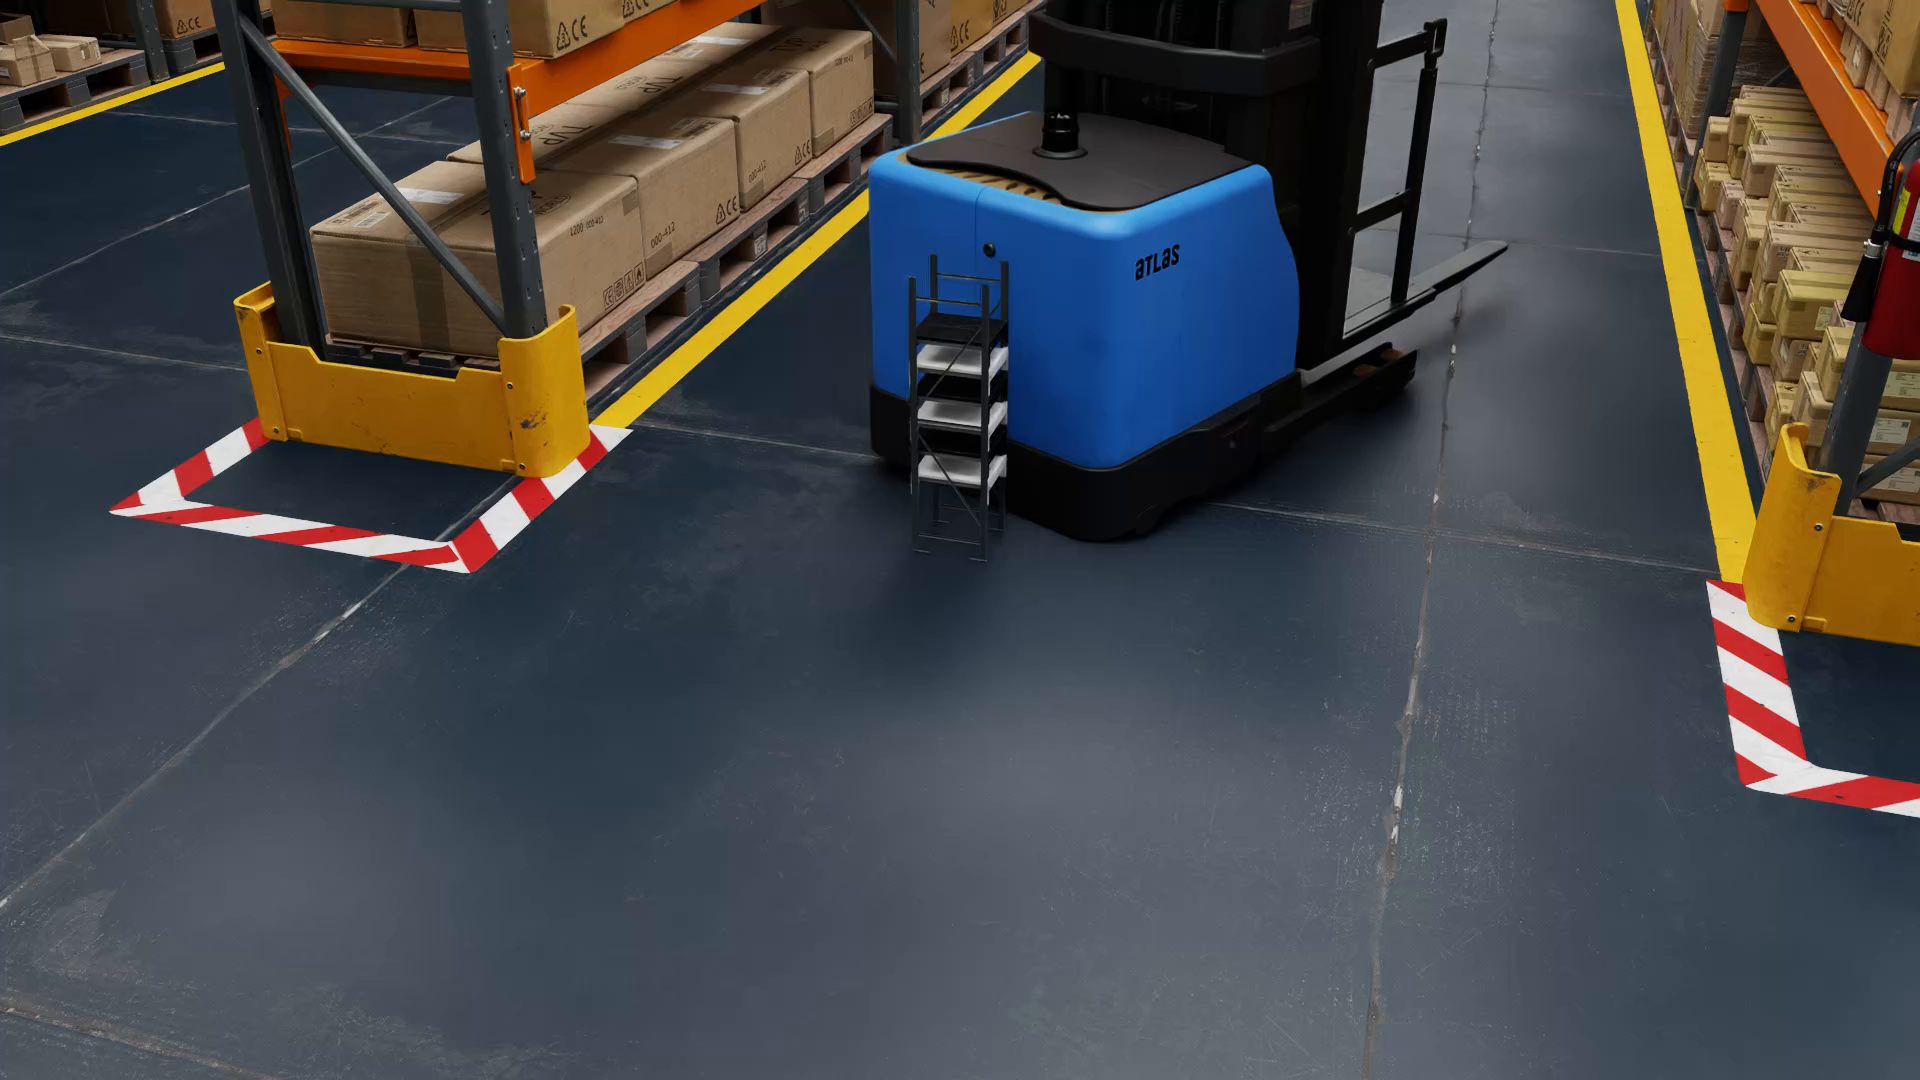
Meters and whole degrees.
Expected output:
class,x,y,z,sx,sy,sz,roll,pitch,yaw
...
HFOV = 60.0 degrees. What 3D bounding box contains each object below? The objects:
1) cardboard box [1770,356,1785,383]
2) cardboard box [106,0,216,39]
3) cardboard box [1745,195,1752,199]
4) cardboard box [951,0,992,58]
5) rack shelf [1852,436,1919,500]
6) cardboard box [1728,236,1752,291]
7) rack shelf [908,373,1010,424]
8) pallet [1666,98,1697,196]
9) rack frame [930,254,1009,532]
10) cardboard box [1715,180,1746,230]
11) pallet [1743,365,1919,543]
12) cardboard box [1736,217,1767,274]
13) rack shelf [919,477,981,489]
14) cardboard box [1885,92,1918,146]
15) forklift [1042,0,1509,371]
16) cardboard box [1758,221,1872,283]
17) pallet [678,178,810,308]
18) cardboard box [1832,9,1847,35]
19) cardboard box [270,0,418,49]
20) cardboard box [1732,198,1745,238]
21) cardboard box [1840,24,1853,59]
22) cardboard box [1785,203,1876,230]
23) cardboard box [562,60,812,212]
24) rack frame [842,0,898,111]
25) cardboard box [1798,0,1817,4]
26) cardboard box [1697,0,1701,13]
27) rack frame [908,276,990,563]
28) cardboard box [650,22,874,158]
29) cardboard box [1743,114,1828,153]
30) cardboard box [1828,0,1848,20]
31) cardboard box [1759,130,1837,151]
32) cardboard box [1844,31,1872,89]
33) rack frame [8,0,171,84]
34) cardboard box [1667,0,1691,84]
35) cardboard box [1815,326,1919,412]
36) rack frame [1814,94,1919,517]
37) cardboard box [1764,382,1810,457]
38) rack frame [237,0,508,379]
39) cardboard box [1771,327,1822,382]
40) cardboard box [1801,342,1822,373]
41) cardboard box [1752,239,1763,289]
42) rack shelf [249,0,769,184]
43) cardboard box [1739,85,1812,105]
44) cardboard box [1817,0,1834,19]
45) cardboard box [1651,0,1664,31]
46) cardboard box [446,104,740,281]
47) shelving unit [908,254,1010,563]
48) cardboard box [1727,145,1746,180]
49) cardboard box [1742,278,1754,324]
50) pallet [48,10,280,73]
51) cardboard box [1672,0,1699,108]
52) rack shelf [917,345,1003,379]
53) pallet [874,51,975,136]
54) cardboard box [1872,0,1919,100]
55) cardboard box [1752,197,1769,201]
class,x,y,z,sx,sy,sz,roll,pitch,yaw
cardboard box,3.029,-0.598,5.740,0.380,0.149,0.250,9,30,15
cardboard box,-5.101,-3.534,10.656,0.500,0.500,0.500,10,31,17
cardboard box,3.529,-1.455,6.974,0.380,0.149,0.250,7,30,12
cardboard box,-0.349,-3.519,10.243,0.875,0.875,0.875,9,30,16
rack shelf,2.878,-1.024,4.006,0.949,2.616,0.053,8,30,15
cardboard box,3.293,-1.089,6.623,0.380,0.149,0.250,8,30,14
rack shelf,-0.002,-0.439,4.997,0.258,0.077,0.200,8,30,15
pallet,4.276,-2.027,8.677,1.003,0.211,1.213,8,30,15
rack frame,0.027,-0.437,5.109,0.240,0.900,0.006,8,30,15
cardboard box,3.534,-1.452,7.274,0.380,0.149,0.250,8,30,15
pallet,3.170,-0.214,5.418,1.003,0.211,1.213,8,30,15
cardboard box,3.195,-1.111,6.357,0.380,0.149,0.250,9,30,15
rack shelf,-0.002,-0.216,5.121,0.199,0.015,0.184,8,30,15
cardboard box,2.701,-1.107,4.413,0.380,0.149,0.250,9,30,15
forklift,-1.198,-3.980,7.046,7.407,5.209,9.711,24,37,36
cardboard box,3.034,-0.996,5.843,0.380,0.149,0.250,10,31,17
pallet,-1.367,-1.414,7.574,1.003,0.211,1.213,8,30,15
cardboard box,3.225,-1.819,5.692,0.380,0.149,0.250,9,30,16
cardboard box,-1.998,-1.990,5.639,0.500,0.500,0.500,9,30,15
cardboard box,3.507,-1.326,7.050,0.380,0.149,0.250,8,30,14
cardboard box,3.027,-1.576,5.256,0.380,0.149,0.250,7,30,13
cardboard box,15.729,-10.700,14.693,18.148,8.504,30.398,7,30,13
cardboard box,-1.261,-1.914,7.810,0.875,0.438,0.875,8,30,13
rack frame,-0.716,-3.544,8.535,0.949,2.616,0.053,8,30,15
cardboard box,3.313,-2.070,6.144,0.380,0.149,0.250,10,31,17
cardboard box,4.190,-2.922,8.785,0.500,0.250,0.500,10,31,17
rack frame,-0.032,-0.342,4.940,0.240,0.900,0.006,8,30,15
cardboard box,-0.999,-2.331,8.558,0.875,0.438,0.875,8,30,14
cardboard box,3.585,-1.707,7.121,0.392,0.149,0.269,10,30,17
cardboard box,3.057,-1.920,5.207,0.500,0.500,0.500,9,30,15
cardboard box,3.531,-1.582,6.898,0.380,0.149,0.250,8,30,14
cardboard box,2.921,-1.458,5.043,0.380,0.149,0.250,9,30,16
rack frame,-5.459,-4.250,9.804,1.000,3.000,0.127,8,30,15
cardboard box,4.331,-2.831,9.393,0.500,0.500,0.500,8,30,14
cardboard box,2.788,-0.505,4.960,0.380,0.149,0.250,9,30,15
rack frame,2.875,-1.025,4.007,1.000,3.000,0.127,8,30,15
cardboard box,2.809,-0.371,5.332,0.380,0.149,0.250,9,30,16
rack frame,-1.890,-1.685,5.193,0.949,2.616,0.053,8,30,15
cardboard box,2.908,-0.620,5.474,0.380,0.149,0.250,7,30,13
cardboard box,2.885,-0.492,5.244,0.380,0.149,0.250,8,30,14
cardboard box,3.141,-0.979,6.120,0.380,0.149,0.250,10,31,17
rack shelf,-1.299,-2.299,7.038,1.077,0.370,4.000,8,30,15
cardboard box,3.750,-1.951,7.560,0.380,0.149,0.250,10,31,17
cardboard box,3.279,-1.939,5.908,0.380,0.149,0.250,10,31,17
cardboard box,1.953,-3.419,8.815,4.865,2.090,5.455,9,30,16
cardboard box,-1.528,-1.496,7.057,0.875,0.438,0.875,9,30,16
shelving unit,5.652,-3.954,8.194,8.426,4.047,12.137,8,30,15
cardboard box,3.648,-1.698,7.412,0.380,0.149,0.250,9,30,15
cardboard box,3.143,-0.850,6.192,0.380,0.149,0.250,9,30,16
pallet,-5.256,-3.415,11.171,1.003,0.211,1.213,8,30,15
cardboard box,4.177,-2.593,8.965,0.500,0.500,0.500,8,30,14
rack shelf,5.662,-4.218,8.049,8.407,3.443,12.128,8,30,15
pallet,-0.558,-2.694,9.876,1.003,0.211,1.213,8,30,15
cardboard box,2.761,-1.444,4.352,0.500,0.500,0.500,9,30,16
cardboard box,3.426,-1.330,6.751,0.380,0.149,0.250,10,31,17
